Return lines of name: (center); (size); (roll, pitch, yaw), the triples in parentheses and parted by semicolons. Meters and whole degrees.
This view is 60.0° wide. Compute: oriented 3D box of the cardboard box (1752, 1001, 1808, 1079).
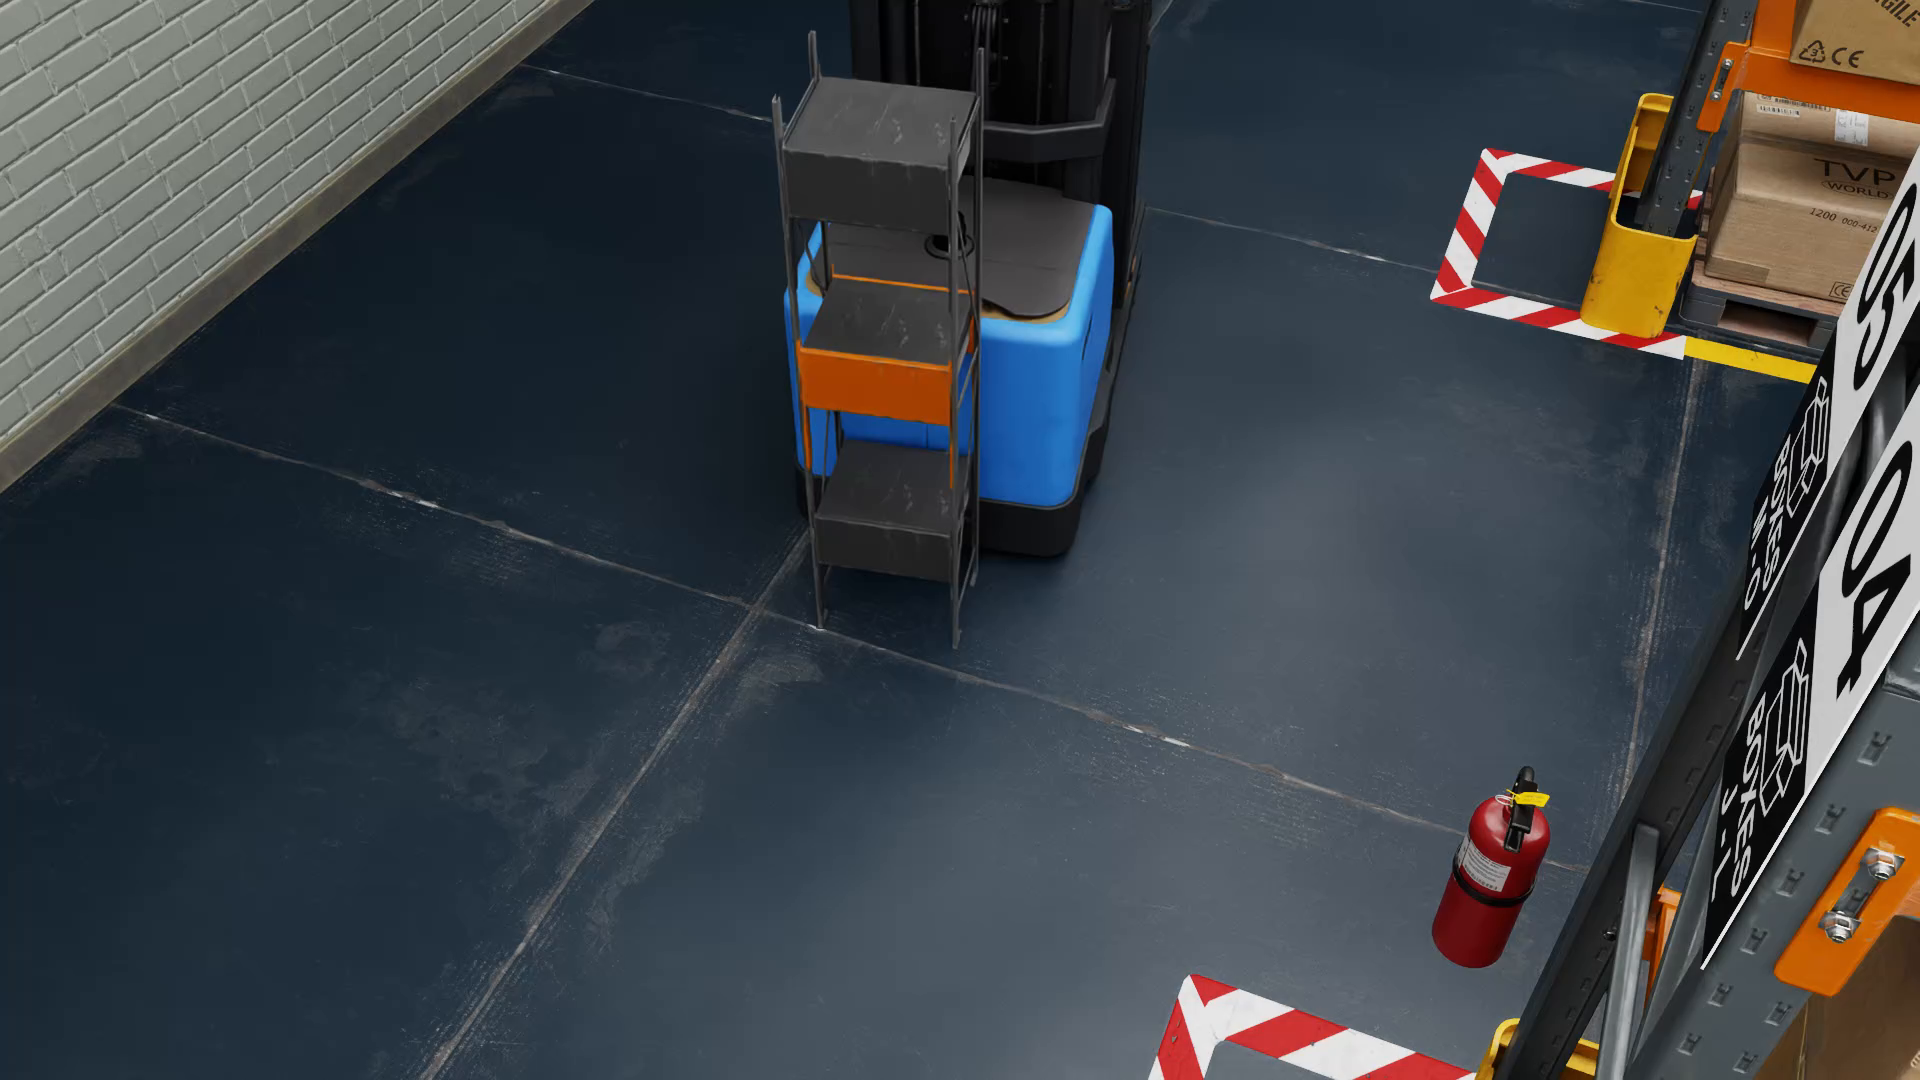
cardboard box: (1.572, 1.081, 2.755); (0.500, 0.500, 0.500); (19, 48, 18)

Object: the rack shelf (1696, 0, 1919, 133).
rack shelf: (4.923, -1.531, 6.172); (4.000, 0.370, 1.077); (16, 47, 16)

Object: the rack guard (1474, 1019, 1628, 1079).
rack guard: (1.335, 1.827, 4.059); (0.348, 0.500, 1.175); (16, 47, 16)

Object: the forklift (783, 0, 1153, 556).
forklift: (0.188, -2.035, 6.217); (1.130, 2.935, 3.031); (8, 45, 8)

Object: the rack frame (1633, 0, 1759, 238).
rack frame: (3.077, -2.329, 6.464); (0.127, 3.000, 1.000); (16, 47, 16)

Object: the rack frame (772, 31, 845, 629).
rack frame: (-0.457, -0.565, 5.330); (0.015, 2.100, 0.400); (8, 45, 8)

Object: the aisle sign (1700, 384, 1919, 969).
aisle sign: (1.082, 0.174, 2.105); (0.004, 0.787, 0.394); (16, 47, 16)

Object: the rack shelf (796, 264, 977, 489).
rack shelf: (-0.218, -0.521, 5.304); (0.480, 0.518, 0.431); (8, 45, 8)

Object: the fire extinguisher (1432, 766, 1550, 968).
fire extinguisher: (1.210, 0.711, 3.728); (0.183, 0.674, 0.296); (16, 47, 16)

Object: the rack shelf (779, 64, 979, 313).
rack shelf: (-0.218, -1.017, 4.811); (0.480, 0.518, 0.431); (8, 45, 8)

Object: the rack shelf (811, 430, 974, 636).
rack shelf: (-0.218, -0.025, 5.798); (0.480, 0.518, 0.431); (8, 45, 8)

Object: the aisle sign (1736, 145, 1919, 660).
aisle sign: (1.313, -0.216, 2.498); (0.004, 0.787, 0.394); (16, 47, 16)

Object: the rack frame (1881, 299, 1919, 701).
rack frame: (1.264, -1.206, 1.082); (0.127, 3.000, 1.000); (16, 47, 16)

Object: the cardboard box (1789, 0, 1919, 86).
cardboard box: (3.409, -2.047, 6.110); (0.500, 0.500, 0.500); (16, 47, 16)

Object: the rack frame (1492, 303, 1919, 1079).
rack frame: (1.264, 0.920, 3.198); (0.127, 3.000, 1.000); (16, 47, 16)

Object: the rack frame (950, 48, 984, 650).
rack frame: (0.021, -0.496, 5.260); (0.015, 2.100, 0.400); (8, 45, 8)

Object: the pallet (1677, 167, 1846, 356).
pallet: (3.845, -1.175, 7.281); (1.213, 0.211, 1.003); (16, 47, 16)

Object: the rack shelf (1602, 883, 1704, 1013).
rack shelf: (3.110, 1.719, 2.906); (4.000, 0.370, 1.077); (16, 47, 16)

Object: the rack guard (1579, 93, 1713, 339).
rack guard: (3.055, -1.450, 7.353); (0.348, 0.500, 1.175); (16, 47, 16)

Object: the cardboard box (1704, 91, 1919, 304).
cardboard box: (3.725, -1.456, 7.105); (0.875, 0.438, 0.875); (15, 47, 15)

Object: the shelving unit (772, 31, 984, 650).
shelving unit: (-0.218, -0.531, 5.295); (0.503, 2.100, 0.431); (8, 45, 8)

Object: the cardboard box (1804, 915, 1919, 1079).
cardboard box: (1.577, 0.720, 2.409); (0.500, 0.500, 0.500); (16, 47, 16)

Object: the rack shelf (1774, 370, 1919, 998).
rack shelf: (3.110, 0.655, 1.848); (4.000, 0.370, 1.077); (16, 47, 16)
